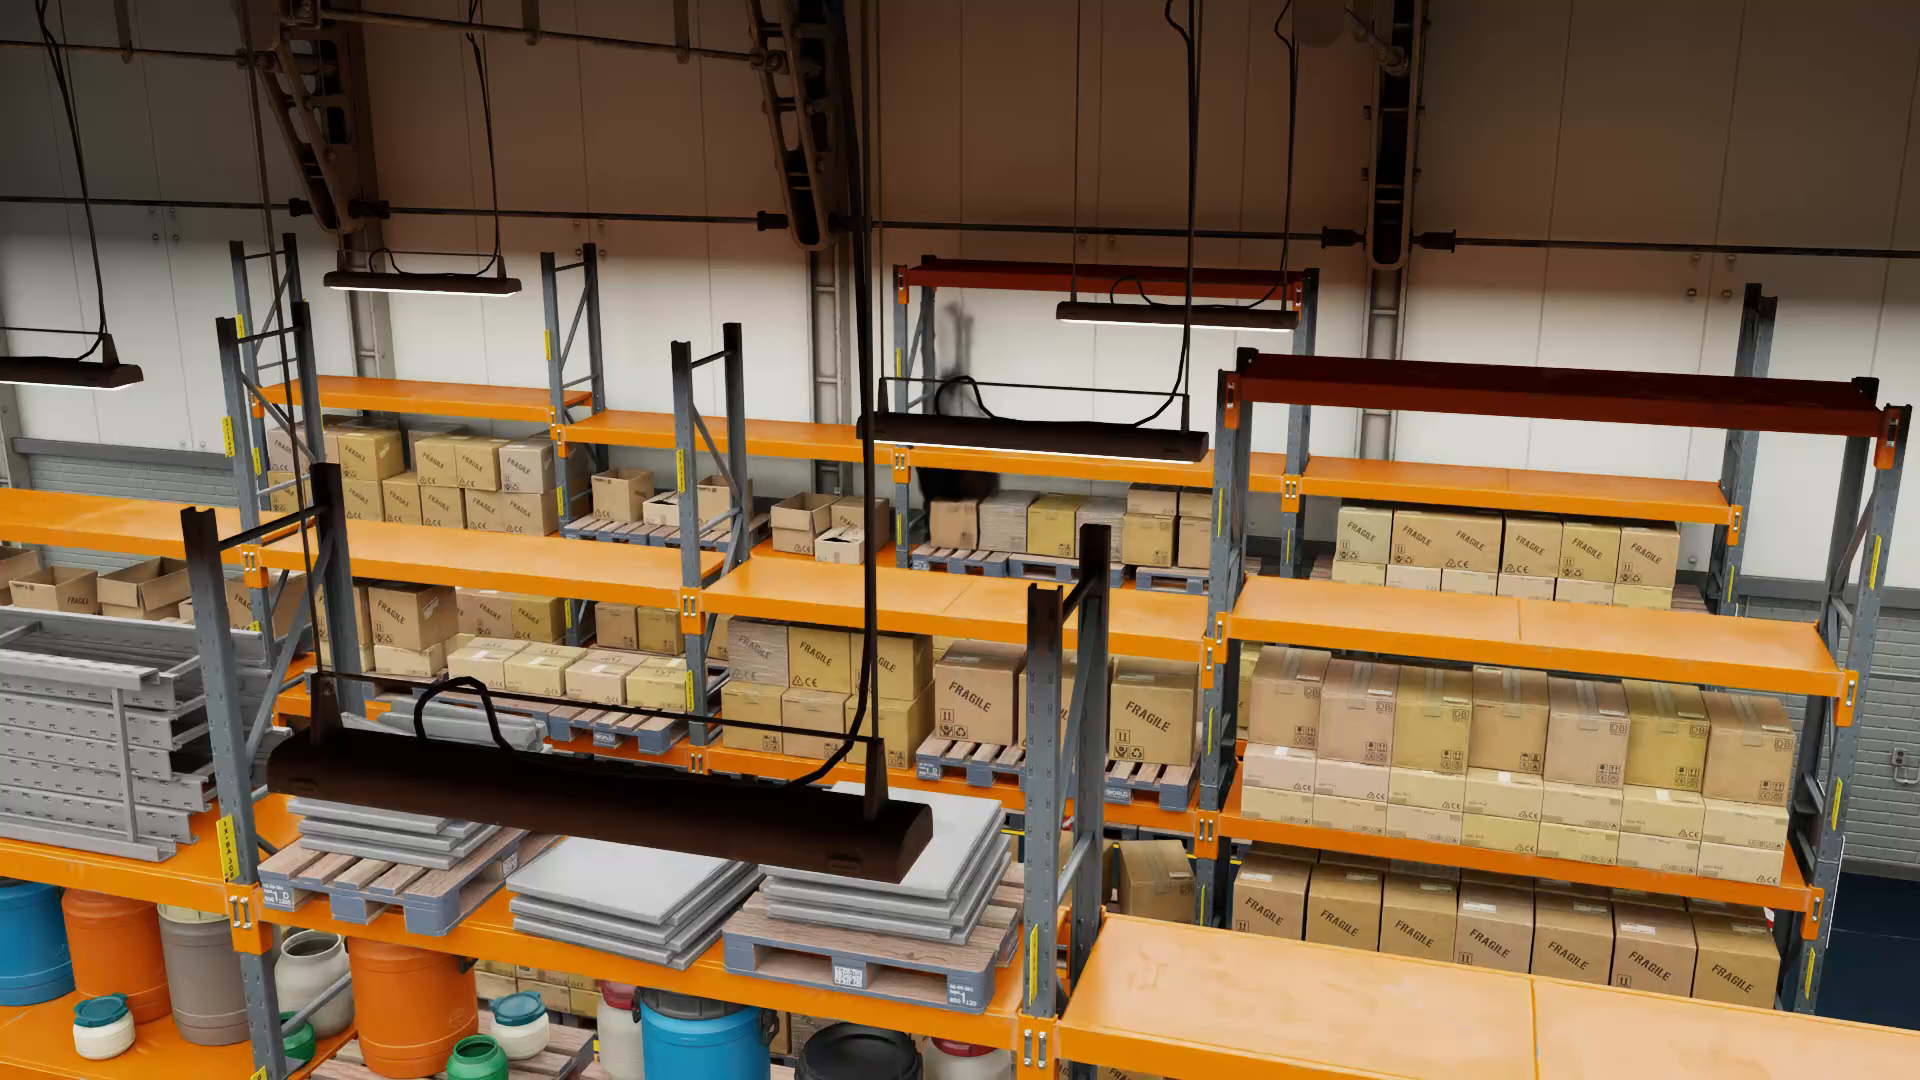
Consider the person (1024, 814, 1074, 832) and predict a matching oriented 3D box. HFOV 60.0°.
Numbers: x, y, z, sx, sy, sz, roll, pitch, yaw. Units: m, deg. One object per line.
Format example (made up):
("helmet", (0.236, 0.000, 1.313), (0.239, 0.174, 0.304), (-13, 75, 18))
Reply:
("person", (0.893, 2.683, 15.253), (0.734, 1.778, 0.647), (7, 17, 22))
